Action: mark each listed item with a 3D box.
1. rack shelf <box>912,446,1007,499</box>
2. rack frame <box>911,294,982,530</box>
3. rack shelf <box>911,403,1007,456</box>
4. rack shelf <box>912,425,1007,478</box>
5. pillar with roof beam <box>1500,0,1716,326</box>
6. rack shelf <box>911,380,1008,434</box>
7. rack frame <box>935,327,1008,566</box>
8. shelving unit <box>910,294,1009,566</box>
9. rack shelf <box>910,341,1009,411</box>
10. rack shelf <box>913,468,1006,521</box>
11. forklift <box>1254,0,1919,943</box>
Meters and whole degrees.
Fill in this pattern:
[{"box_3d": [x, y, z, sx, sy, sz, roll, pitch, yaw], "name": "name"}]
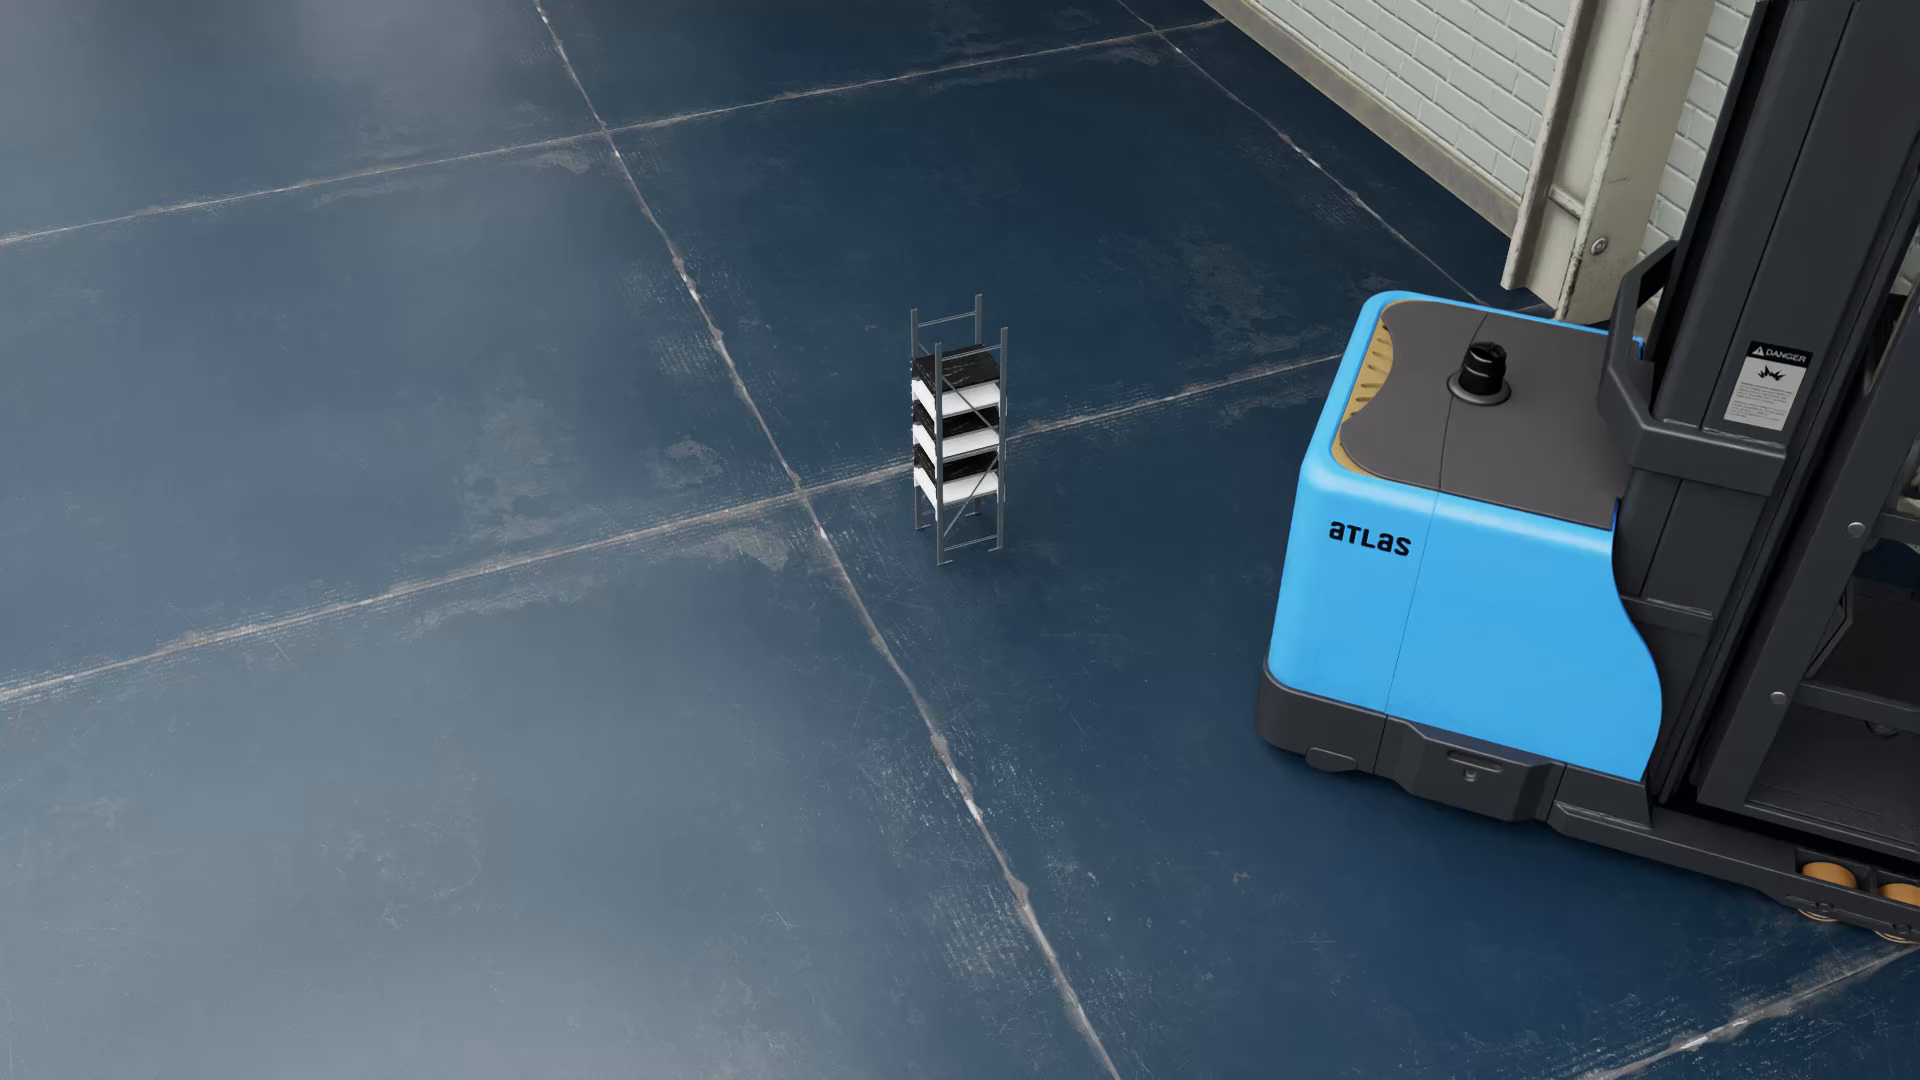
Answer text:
[{"box_3d": [-0.003, -0.253, 5.543, 0.258, 0.077, 0.200, -15, 43, -17], "name": "rack shelf"}, {"box_3d": [-0.042, -0.407, 5.534, 0.240, 0.900, 0.006, -15, 43, -17], "name": "rack frame"}, {"box_3d": [-0.003, -0.389, 5.425, 0.258, 0.077, 0.200, -15, 43, -17], "name": "rack shelf"}, {"box_3d": [-0.003, -0.321, 5.484, 0.258, 0.077, 0.200, -15, 43, -17], "name": "rack shelf"}, {"box_3d": [-1.487, -3.337, 2.729, 9.100, 9.000, 0.400, -15, 43, -17], "name": "pillar with roof beam"}, {"box_3d": [-0.003, -0.457, 5.367, 0.258, 0.077, 0.200, -15, 43, -17], "name": "rack shelf"}, {"box_3d": [0.036, -0.285, 5.391, 0.240, 0.900, 0.006, -15, 43, -17], "name": "rack frame"}, {"box_3d": [-0.003, -0.346, 5.462, 0.258, 0.900, 0.210, -15, 43, -17], "name": "shelving unit"}, {"box_3d": [-0.003, -0.526, 5.308, 0.258, 0.077, 0.200, -15, 43, -17], "name": "rack shelf"}, {"box_3d": [-0.003, -0.184, 5.601, 0.258, 0.077, 0.200, -15, 43, -17], "name": "rack shelf"}, {"box_3d": [2.453, -0.420, 3.991, 3.031, 2.935, 1.130, 14, 43, 16], "name": "forklift"}]
